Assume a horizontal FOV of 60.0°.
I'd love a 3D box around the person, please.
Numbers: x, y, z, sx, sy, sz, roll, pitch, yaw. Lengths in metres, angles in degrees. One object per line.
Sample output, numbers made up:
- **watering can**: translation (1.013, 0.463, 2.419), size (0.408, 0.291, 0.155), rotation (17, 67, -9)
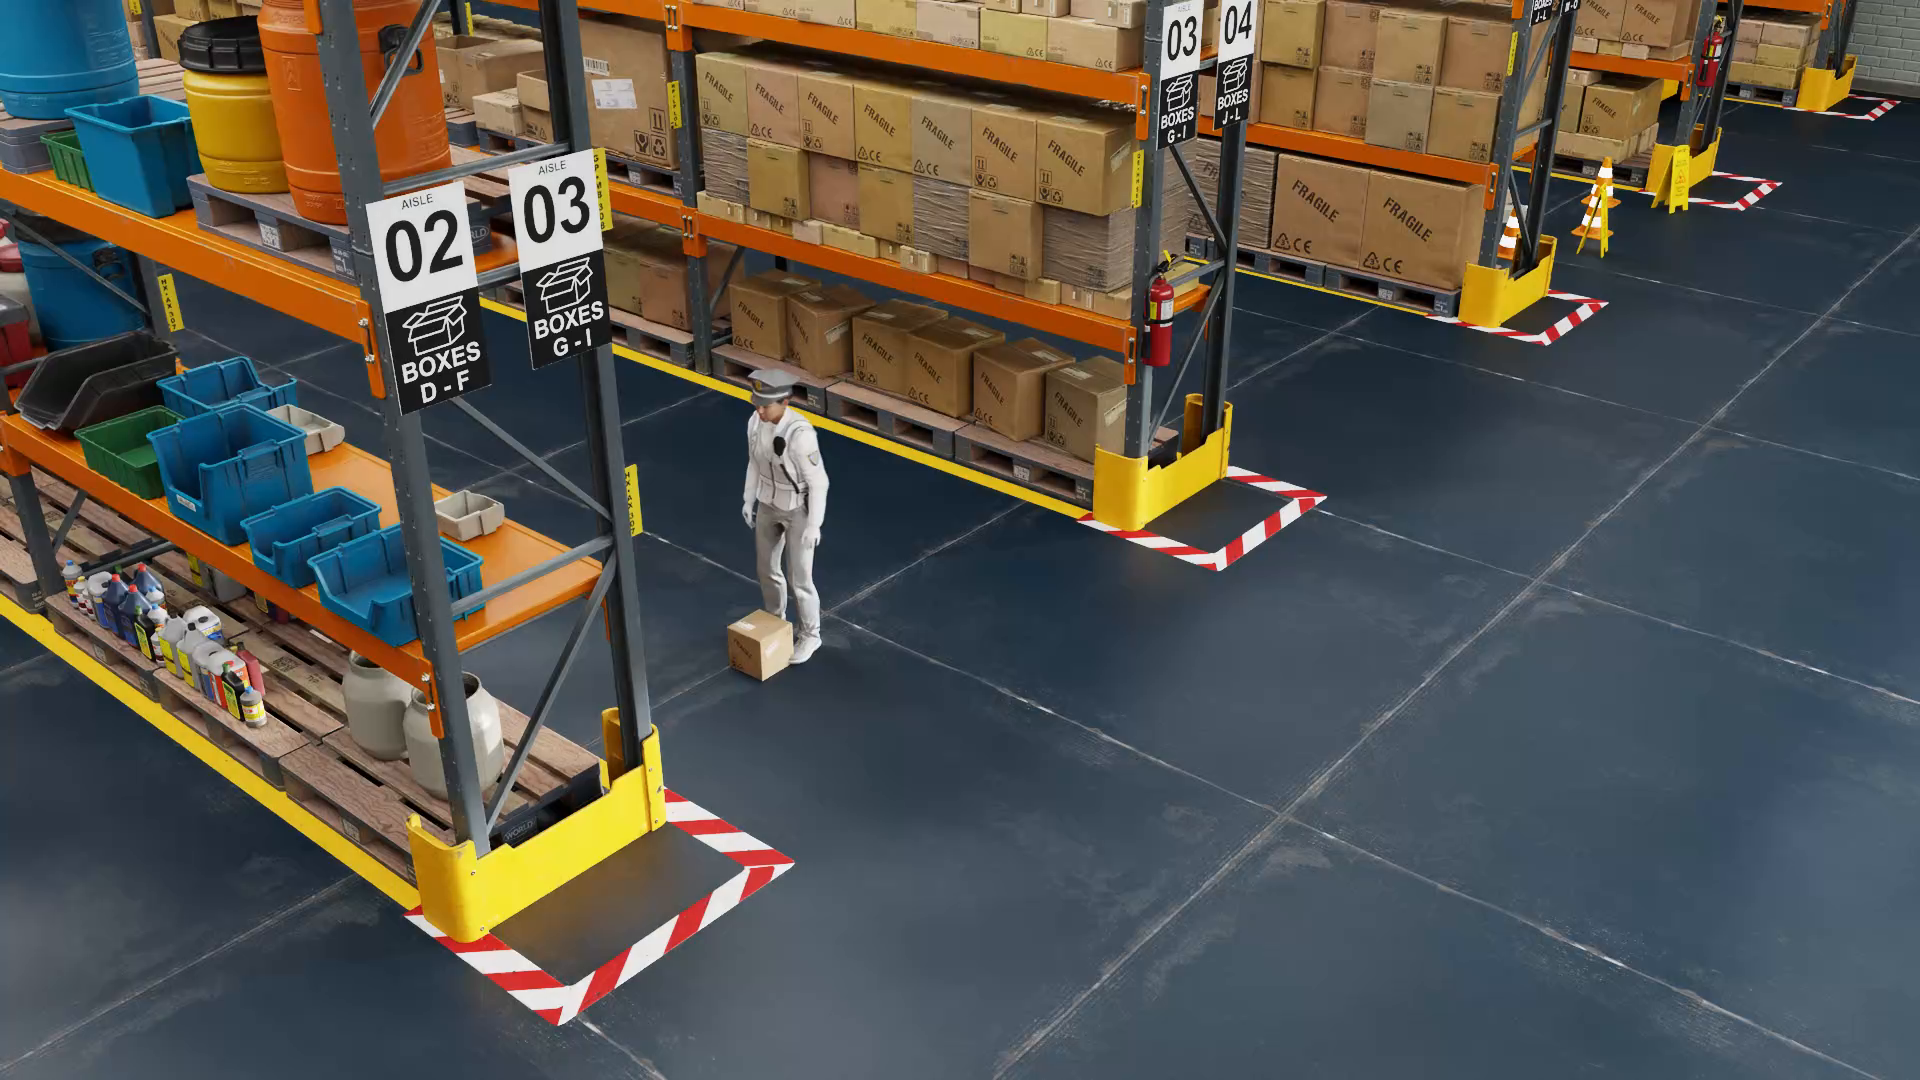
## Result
- **person**: translation (-0.936, -0.141, 8.885), size (0.539, 1.663, 0.376), rotation (20, 34, 33)
